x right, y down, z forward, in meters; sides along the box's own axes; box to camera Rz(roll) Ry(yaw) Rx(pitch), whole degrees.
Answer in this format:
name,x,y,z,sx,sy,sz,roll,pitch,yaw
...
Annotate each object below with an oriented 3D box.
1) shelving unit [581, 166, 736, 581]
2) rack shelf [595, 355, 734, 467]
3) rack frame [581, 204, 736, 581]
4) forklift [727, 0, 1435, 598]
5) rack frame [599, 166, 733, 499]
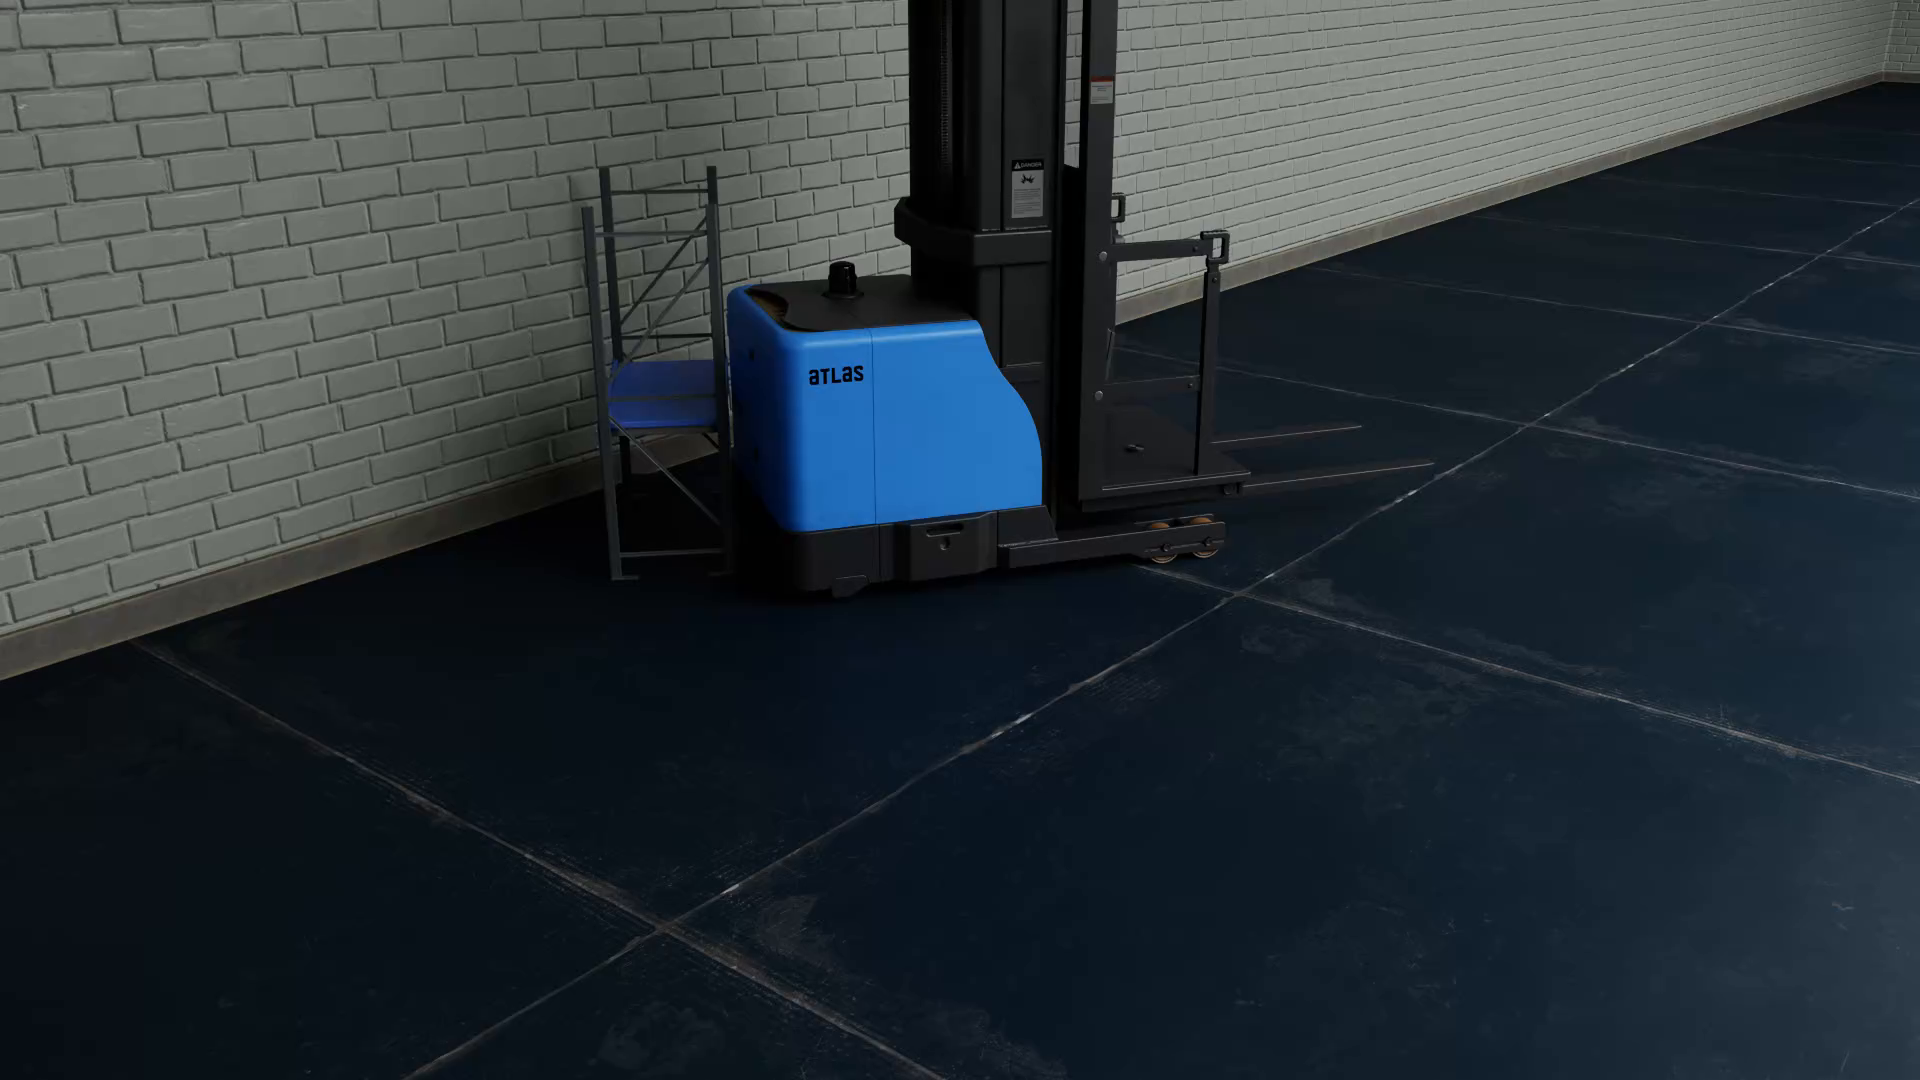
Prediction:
name,x,y,z,sx,sy,sz,roll,pitch,yaw
shelving unit,-1.236,-0.731,6.982,0.538,1.500,1.048,-3,21,-7
rack shelf,-1.236,-0.563,7.045,0.538,0.185,1.000,-3,21,-7
rack frame,-1.167,-0.553,6.510,0.500,1.500,0.032,-3,21,-7
forklift,0.589,-1.443,6.841,3.031,2.935,1.130,-7,22,-18
rack frame,-1.306,-0.909,7.453,0.500,1.500,0.032,-3,21,-7
